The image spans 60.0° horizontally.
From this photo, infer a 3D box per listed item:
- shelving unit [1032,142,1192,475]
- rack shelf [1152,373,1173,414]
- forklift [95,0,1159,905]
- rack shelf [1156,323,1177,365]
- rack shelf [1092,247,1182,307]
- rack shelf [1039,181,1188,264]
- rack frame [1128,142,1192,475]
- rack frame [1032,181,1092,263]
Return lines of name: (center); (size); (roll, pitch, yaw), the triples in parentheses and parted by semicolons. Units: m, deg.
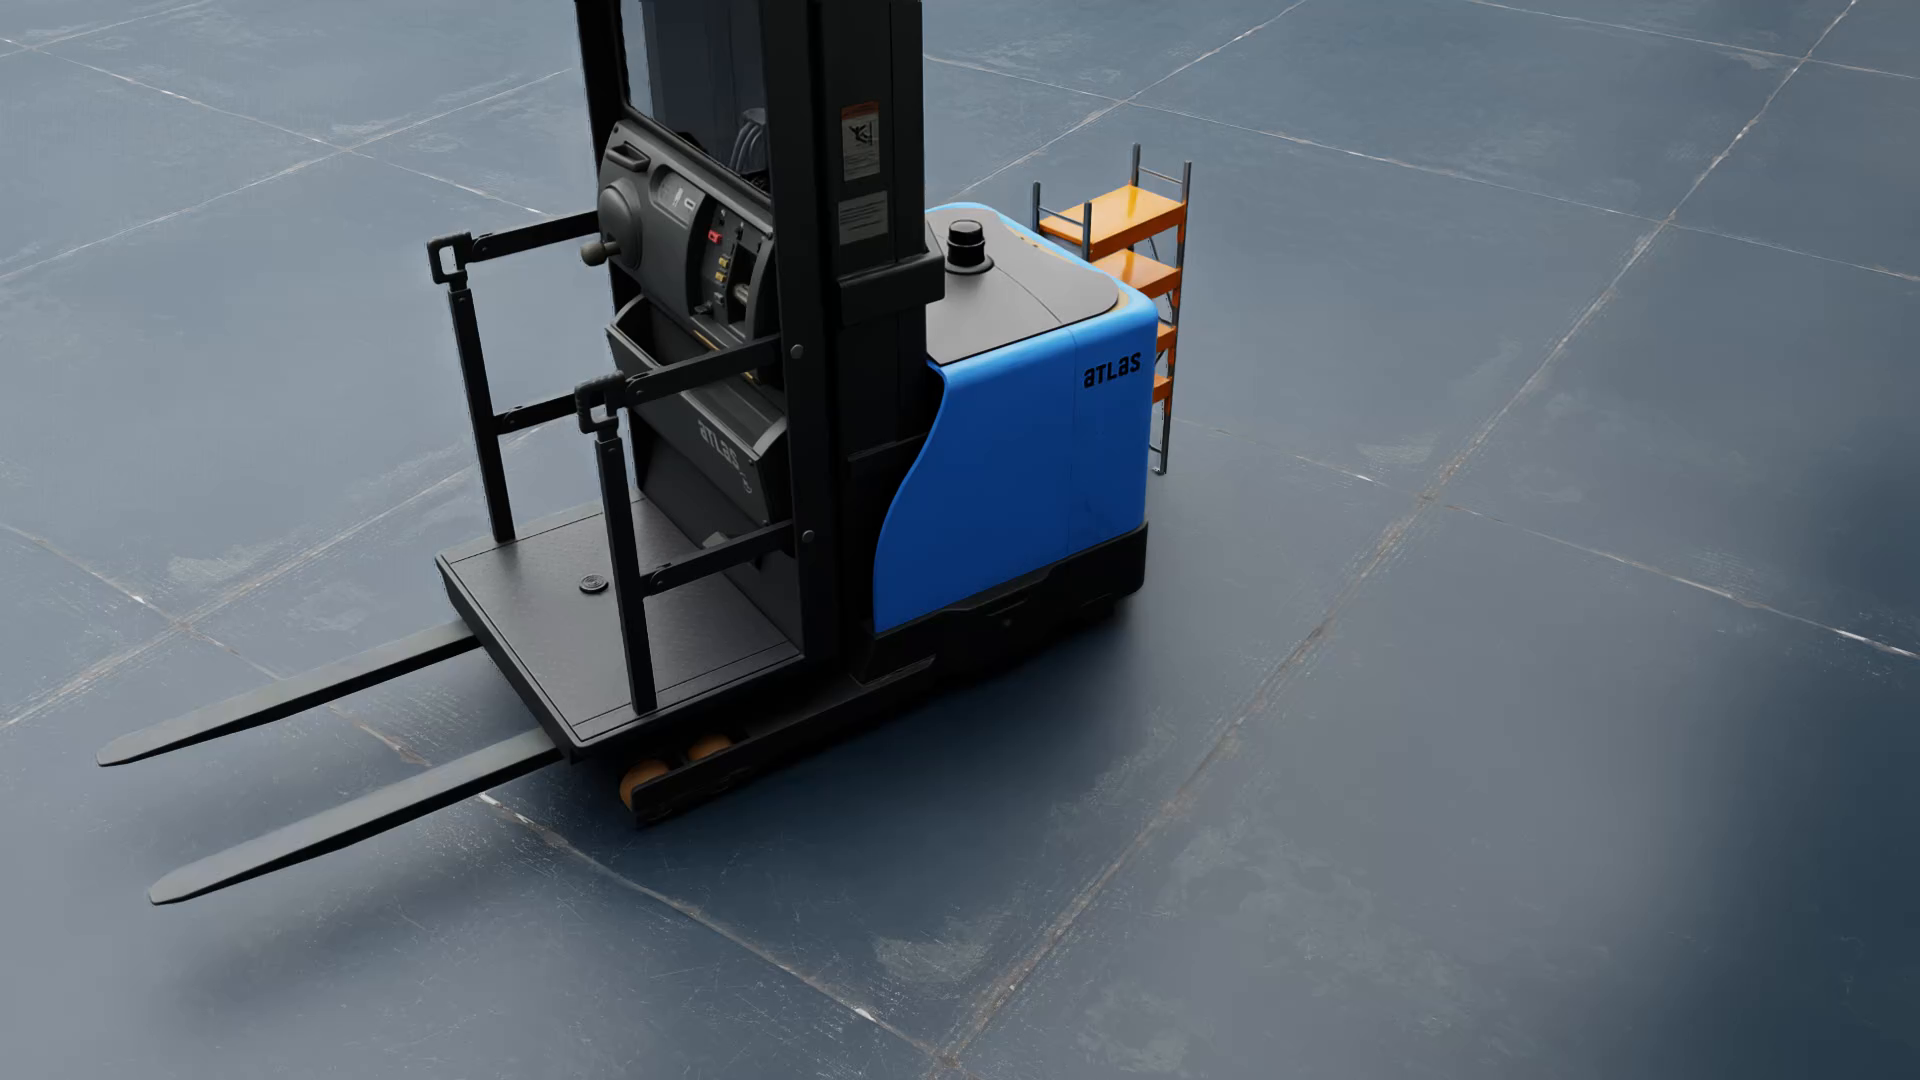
shelving unit: (0.495, -0.692, 5.702); (0.503, 1.200, 0.258); (-29, 43, -35)
rack shelf: (0.495, -0.471, 5.851); (0.480, 0.148, 0.258); (-29, 43, -35)
forklift: (-0.903, -0.777, 4.282); (3.031, 2.935, 1.130); (-21, 39, -28)
rack shelf: (0.495, -0.636, 5.739); (0.480, 0.148, 0.258); (-29, 43, -35)
rack shelf: (0.495, -0.821, 5.614); (0.480, 0.148, 0.258); (-29, 43, -35)
rack shelf: (0.495, -1.017, 5.481); (0.480, 0.148, 0.258); (-29, 43, -35)
rack frame: (0.670, -0.787, 5.843); (0.015, 1.200, 0.240); (-29, 43, -35)
rack frame: (0.321, -0.596, 5.560); (0.015, 1.200, 0.240); (-29, 43, -35)
